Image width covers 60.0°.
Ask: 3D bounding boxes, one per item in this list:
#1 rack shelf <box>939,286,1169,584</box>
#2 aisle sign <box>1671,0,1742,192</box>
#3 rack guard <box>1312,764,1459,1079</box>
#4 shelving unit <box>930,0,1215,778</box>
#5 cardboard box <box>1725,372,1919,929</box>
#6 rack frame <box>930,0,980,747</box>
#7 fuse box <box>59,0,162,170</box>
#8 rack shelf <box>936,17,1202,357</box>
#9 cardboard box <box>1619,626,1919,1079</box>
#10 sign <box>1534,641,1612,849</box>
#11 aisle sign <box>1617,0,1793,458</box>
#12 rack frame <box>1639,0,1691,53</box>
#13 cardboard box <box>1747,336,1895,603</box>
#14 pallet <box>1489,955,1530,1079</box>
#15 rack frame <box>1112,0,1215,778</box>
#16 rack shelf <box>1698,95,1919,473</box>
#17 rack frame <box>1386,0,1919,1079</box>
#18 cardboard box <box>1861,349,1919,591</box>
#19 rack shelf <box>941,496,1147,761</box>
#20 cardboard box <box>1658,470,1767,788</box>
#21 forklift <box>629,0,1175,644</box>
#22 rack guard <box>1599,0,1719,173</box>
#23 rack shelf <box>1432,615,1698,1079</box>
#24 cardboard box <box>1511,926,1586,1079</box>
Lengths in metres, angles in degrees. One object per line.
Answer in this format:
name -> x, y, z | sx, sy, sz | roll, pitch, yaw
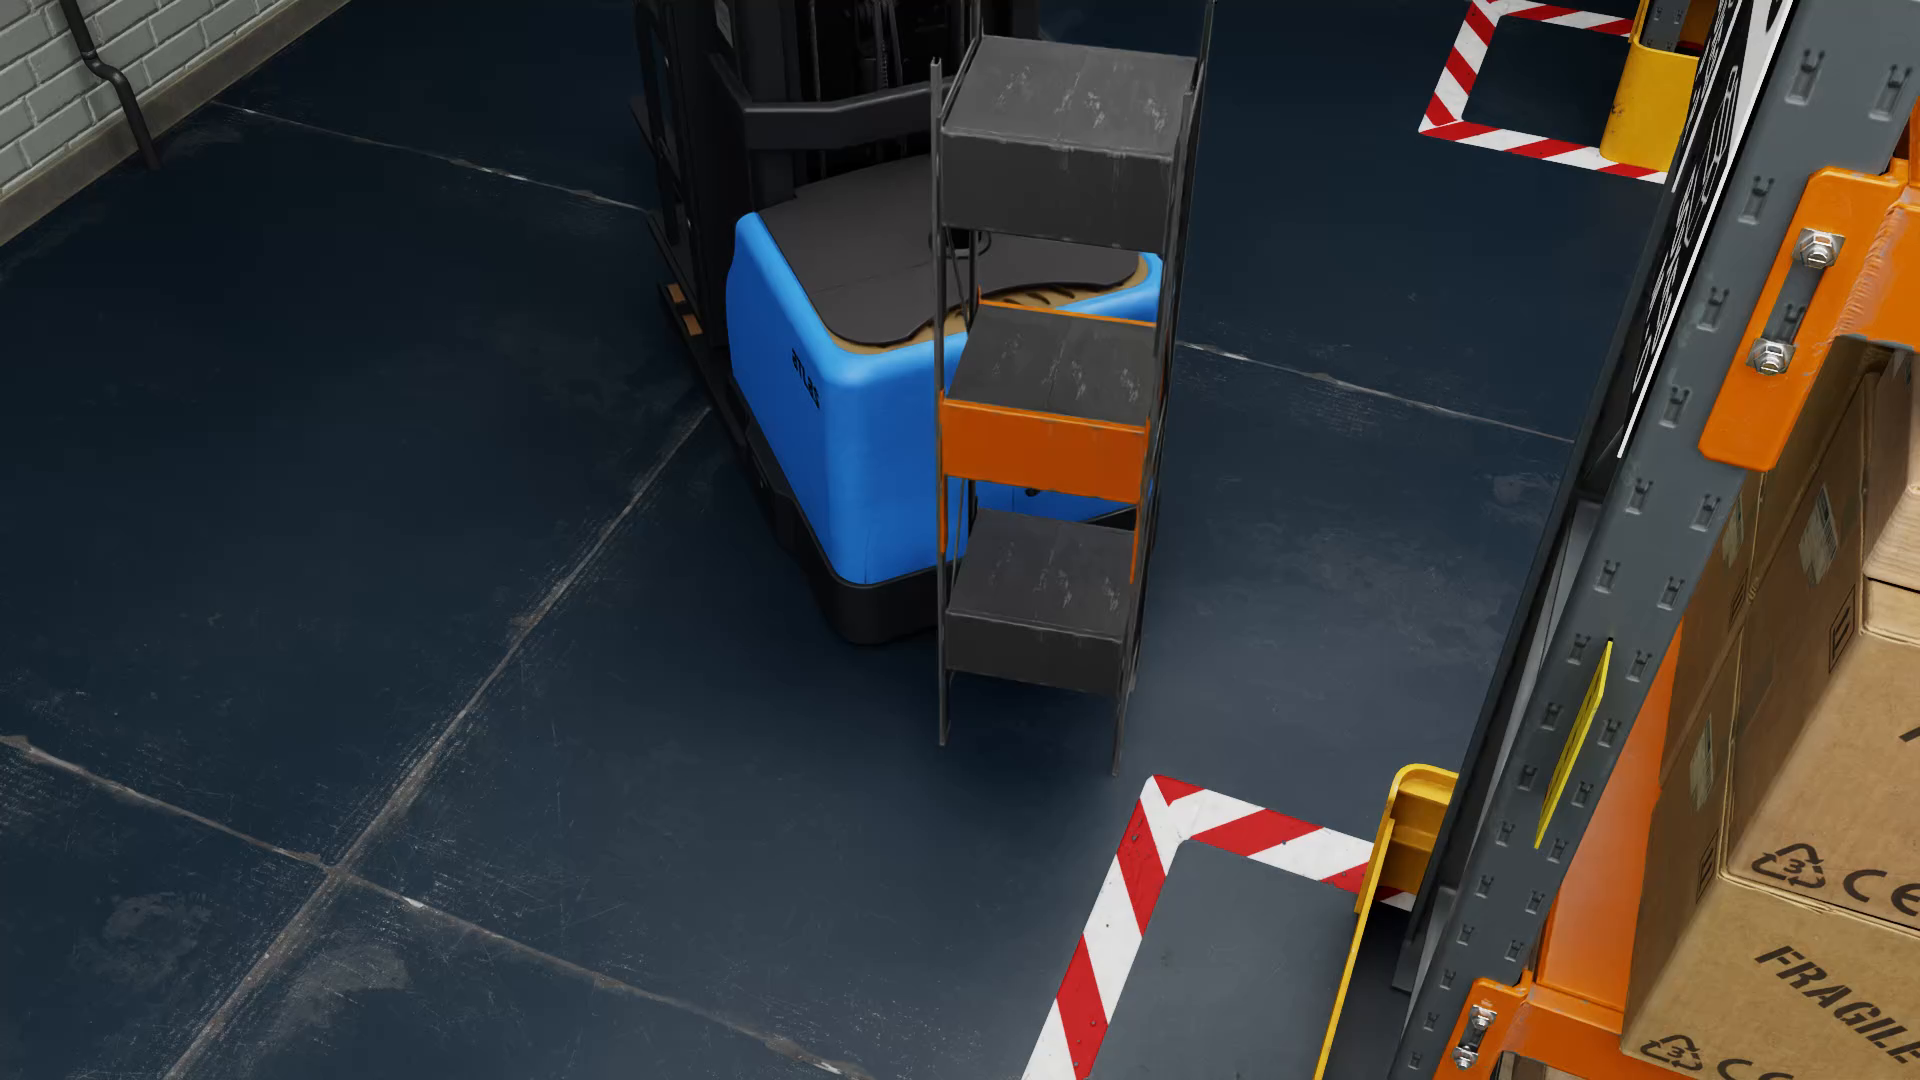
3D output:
rack shelf -> 0.231, -0.255, 4.037 | 0.480, 0.518, 0.431 | 9, 46, 9
aisle sign -> 1.074, -0.894, 2.179 | 0.004, 0.787, 0.394 | 16, 47, 16
rack guard -> 0.998, 1.128, 3.761 | 0.348, 0.500, 1.175 | 16, 47, 16
shelving unit -> 0.231, -0.264, 4.027 | 0.503, 2.100, 0.431 | 9, 46, 9
cardboard box -> 1.354, 0.175, 2.168 | 0.500, 0.500, 0.500 | 15, 47, 15
rack frame -> -0.007, -0.302, 4.065 | 0.015, 2.100, 0.400 | 9, 46, 9
fuse box -> -3.249, -2.138, 6.186 | 0.414, 1.711, 0.539 | 16, 47, 16
rack shelf -> 0.231, -0.751, 3.543 | 0.480, 0.518, 0.431 | 9, 46, 9
cardboard box -> 1.353, 0.531, 2.519 | 0.500, 0.500, 0.500 | 16, 47, 16
sign -> 0.801, 0.273, 2.179 | 0.005, 0.325, 0.100 | 16, 47, 16
aisle sign -> 0.843, -0.504, 1.786 | 0.004, 0.787, 0.394 | 16, 47, 16
rack frame -> 2.928, -2.983, 6.122 | 0.127, 3.000, 1.000 | 16, 47, 16
cardboard box -> 1.557, -0.165, 2.510 | 0.500, 0.500, 0.500 | 18, 48, 17
pallet -> 1.789, 1.404, 3.690 | 1.213, 0.211, 1.003 | 16, 47, 16
rack frame -> 0.469, -0.227, 3.990 | 0.015, 2.100, 0.400 | 9, 46, 9
rack shelf -> 2.866, -0.016, 1.523 | 4.000, 0.370, 1.077 | 16, 47, 16
rack frame -> 1.021, 0.249, 2.873 | 0.127, 3.000, 1.000 | 16, 47, 16
cardboard box -> 1.242, -0.094, 1.979 | 0.250, 0.149, 0.380 | 17, 47, 17
rack shelf -> 0.231, 0.241, 4.530 | 0.480, 0.518, 0.431 | 9, 46, 9
cardboard box -> 1.568, 0.172, 2.880 | 0.500, 0.500, 0.500 | 17, 47, 16
forklift -> -0.437, -1.787, 4.968 | 1.130, 2.935, 3.031 | -17, 47, -16
rack guard -> 2.998, -2.077, 6.983 | 0.348, 0.500, 1.175 | 16, 47, 16
rack shelf -> 2.866, 1.047, 2.581 | 4.000, 0.370, 1.077 | 16, 47, 16
cardboard box -> 1.668, 1.122, 3.514 | 0.875, 0.438, 0.875 | 15, 47, 15
